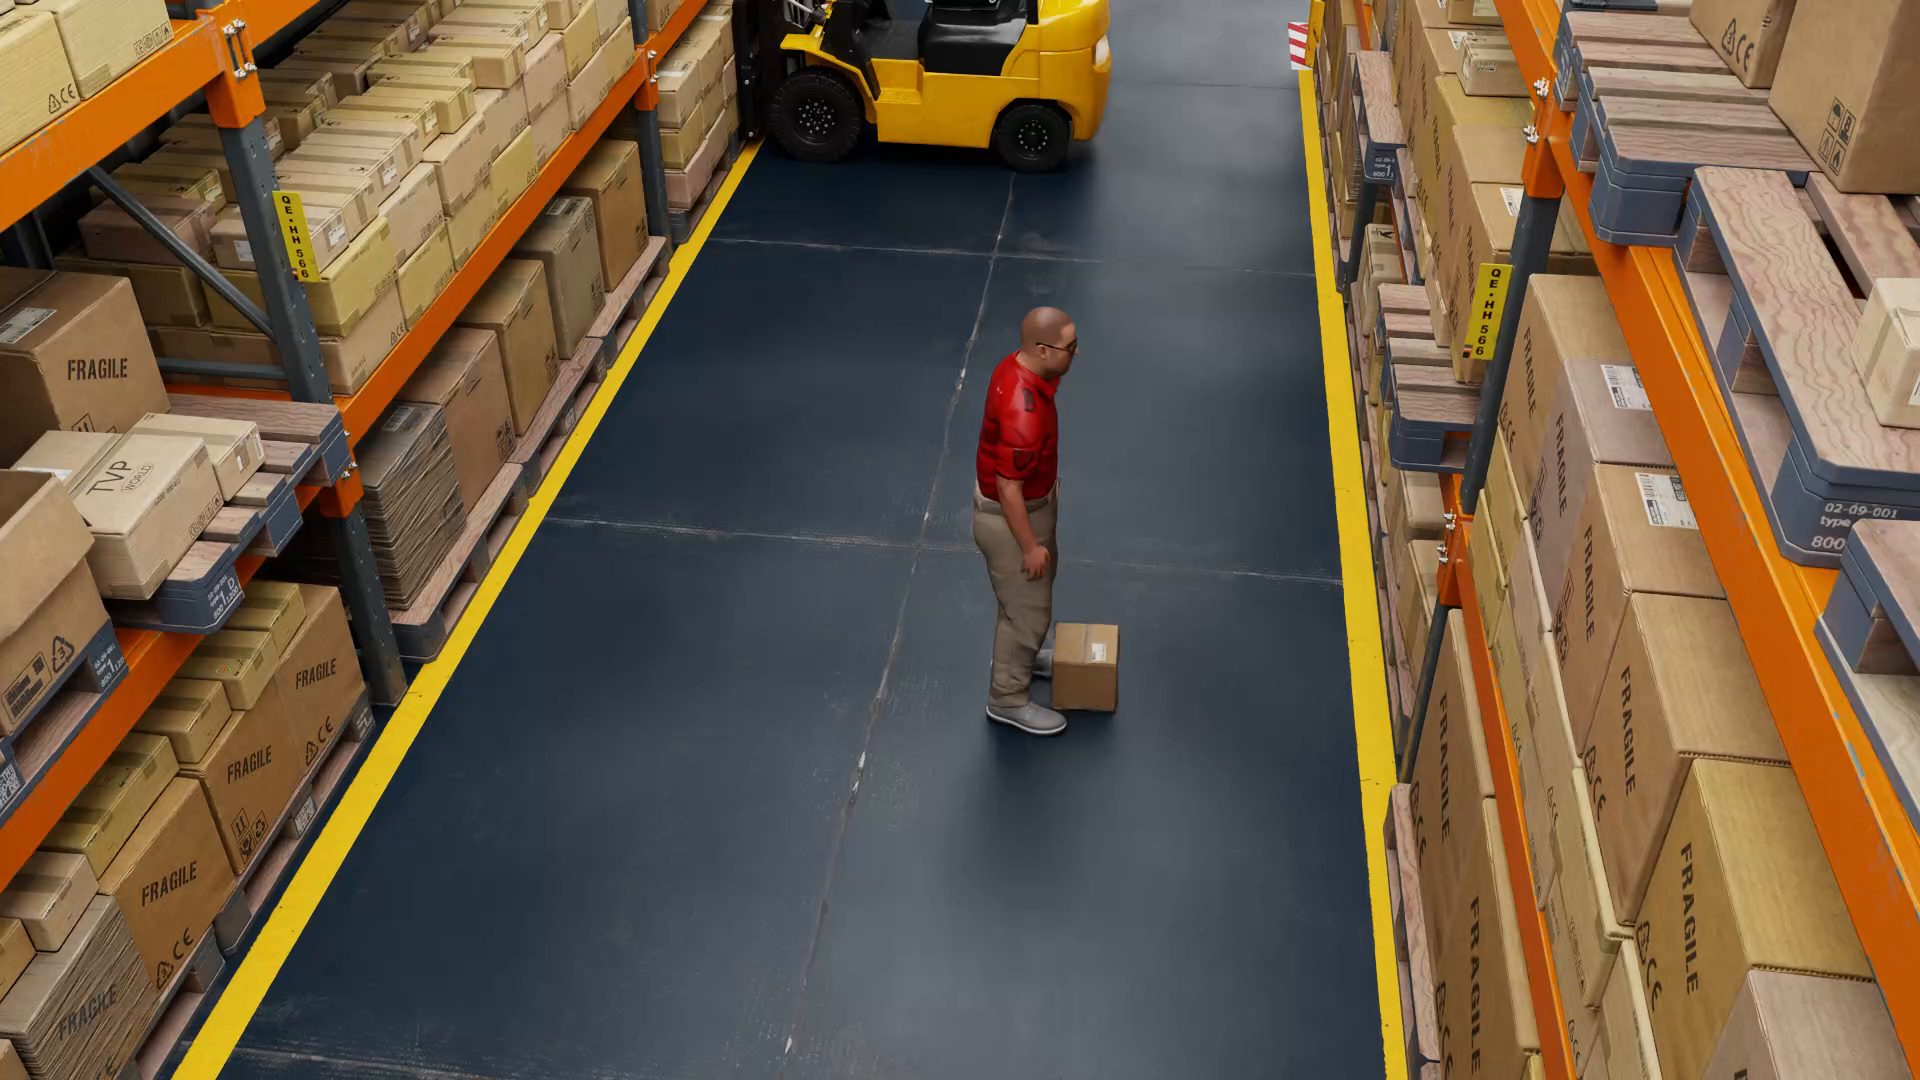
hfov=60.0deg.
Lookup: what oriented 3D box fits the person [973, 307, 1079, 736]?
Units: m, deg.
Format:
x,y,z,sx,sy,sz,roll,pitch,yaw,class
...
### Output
x,y,z,sx,sy,sz,roll,pitch,yaw,class
0.250,-0.095,6.291,0.390,1.727,0.578,3,36,4,person
